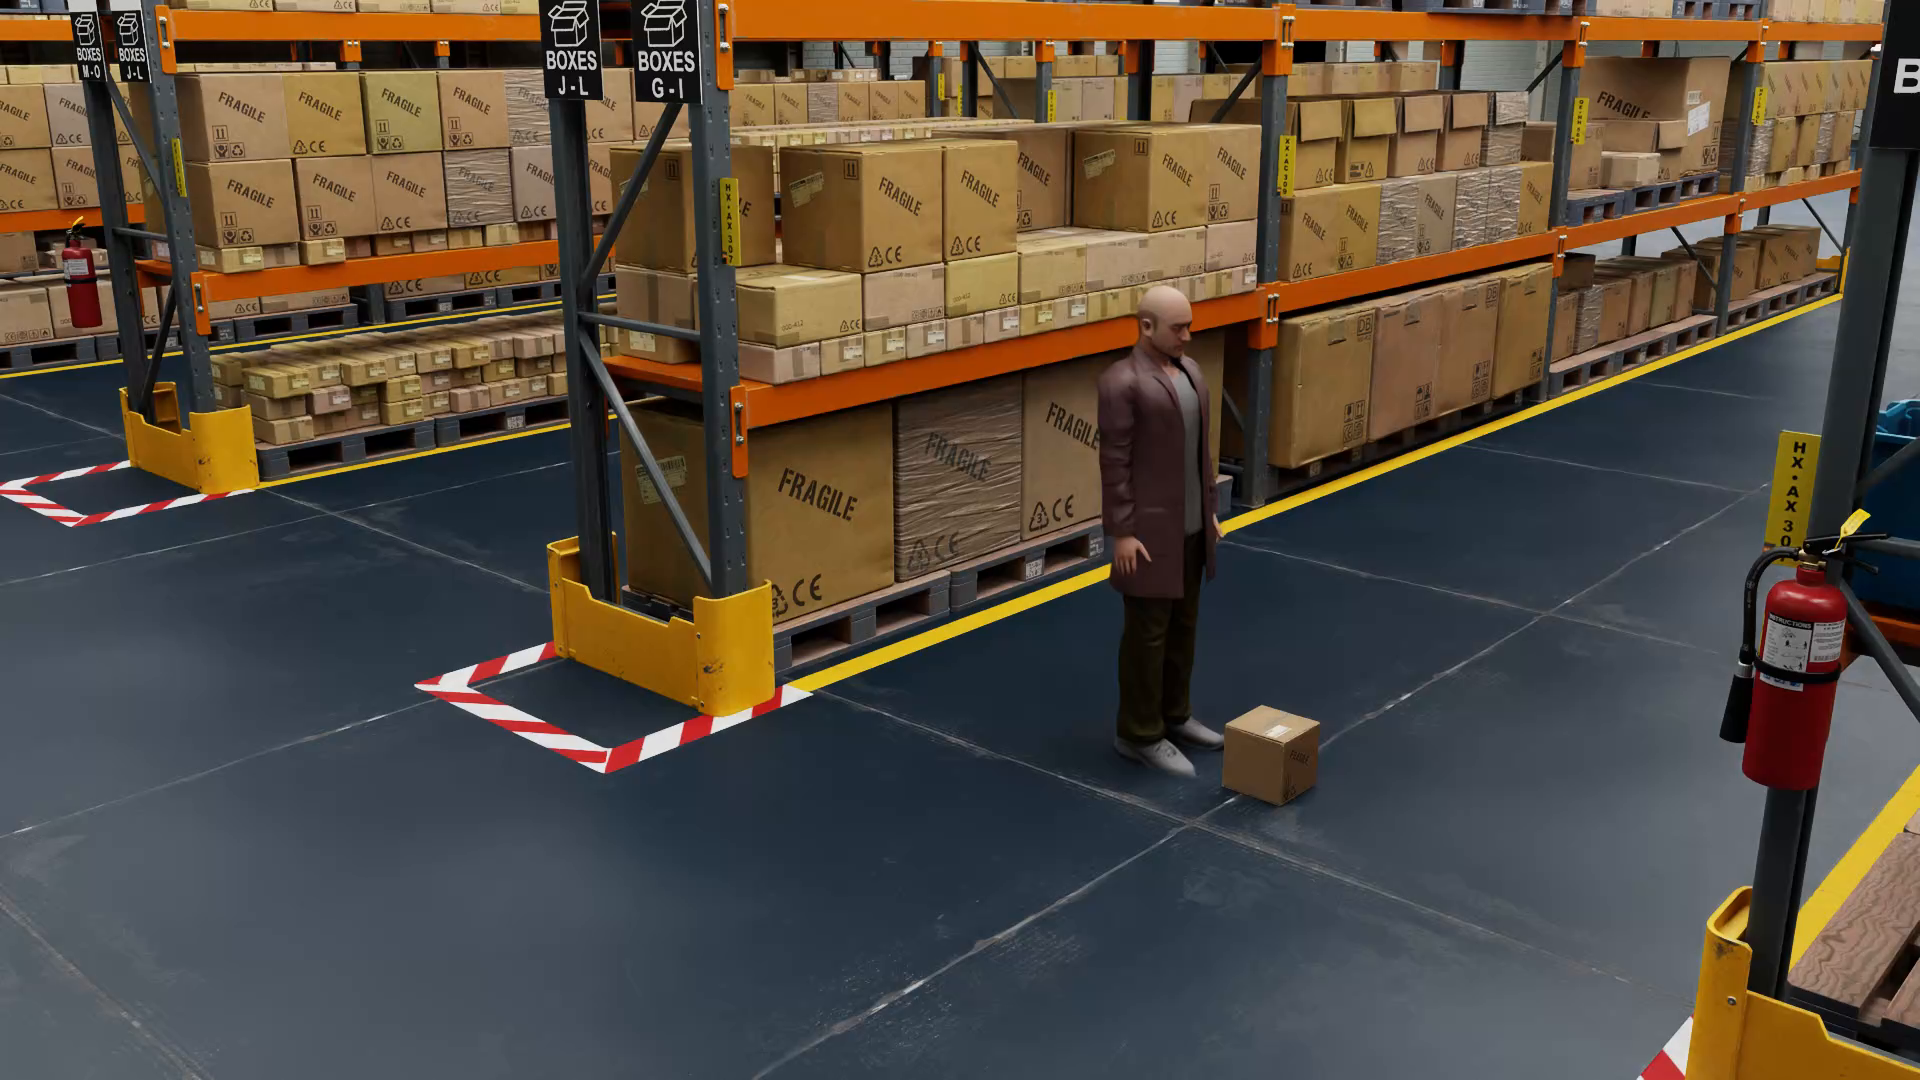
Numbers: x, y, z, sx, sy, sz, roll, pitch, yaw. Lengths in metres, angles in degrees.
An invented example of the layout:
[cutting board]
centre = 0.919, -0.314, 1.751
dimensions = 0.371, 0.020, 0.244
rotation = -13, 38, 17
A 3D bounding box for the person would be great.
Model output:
[person]
centre = 0.797, -0.031, 6.189
dimensions = 0.454, 1.812, 0.602
rotation = 15, 22, 41
